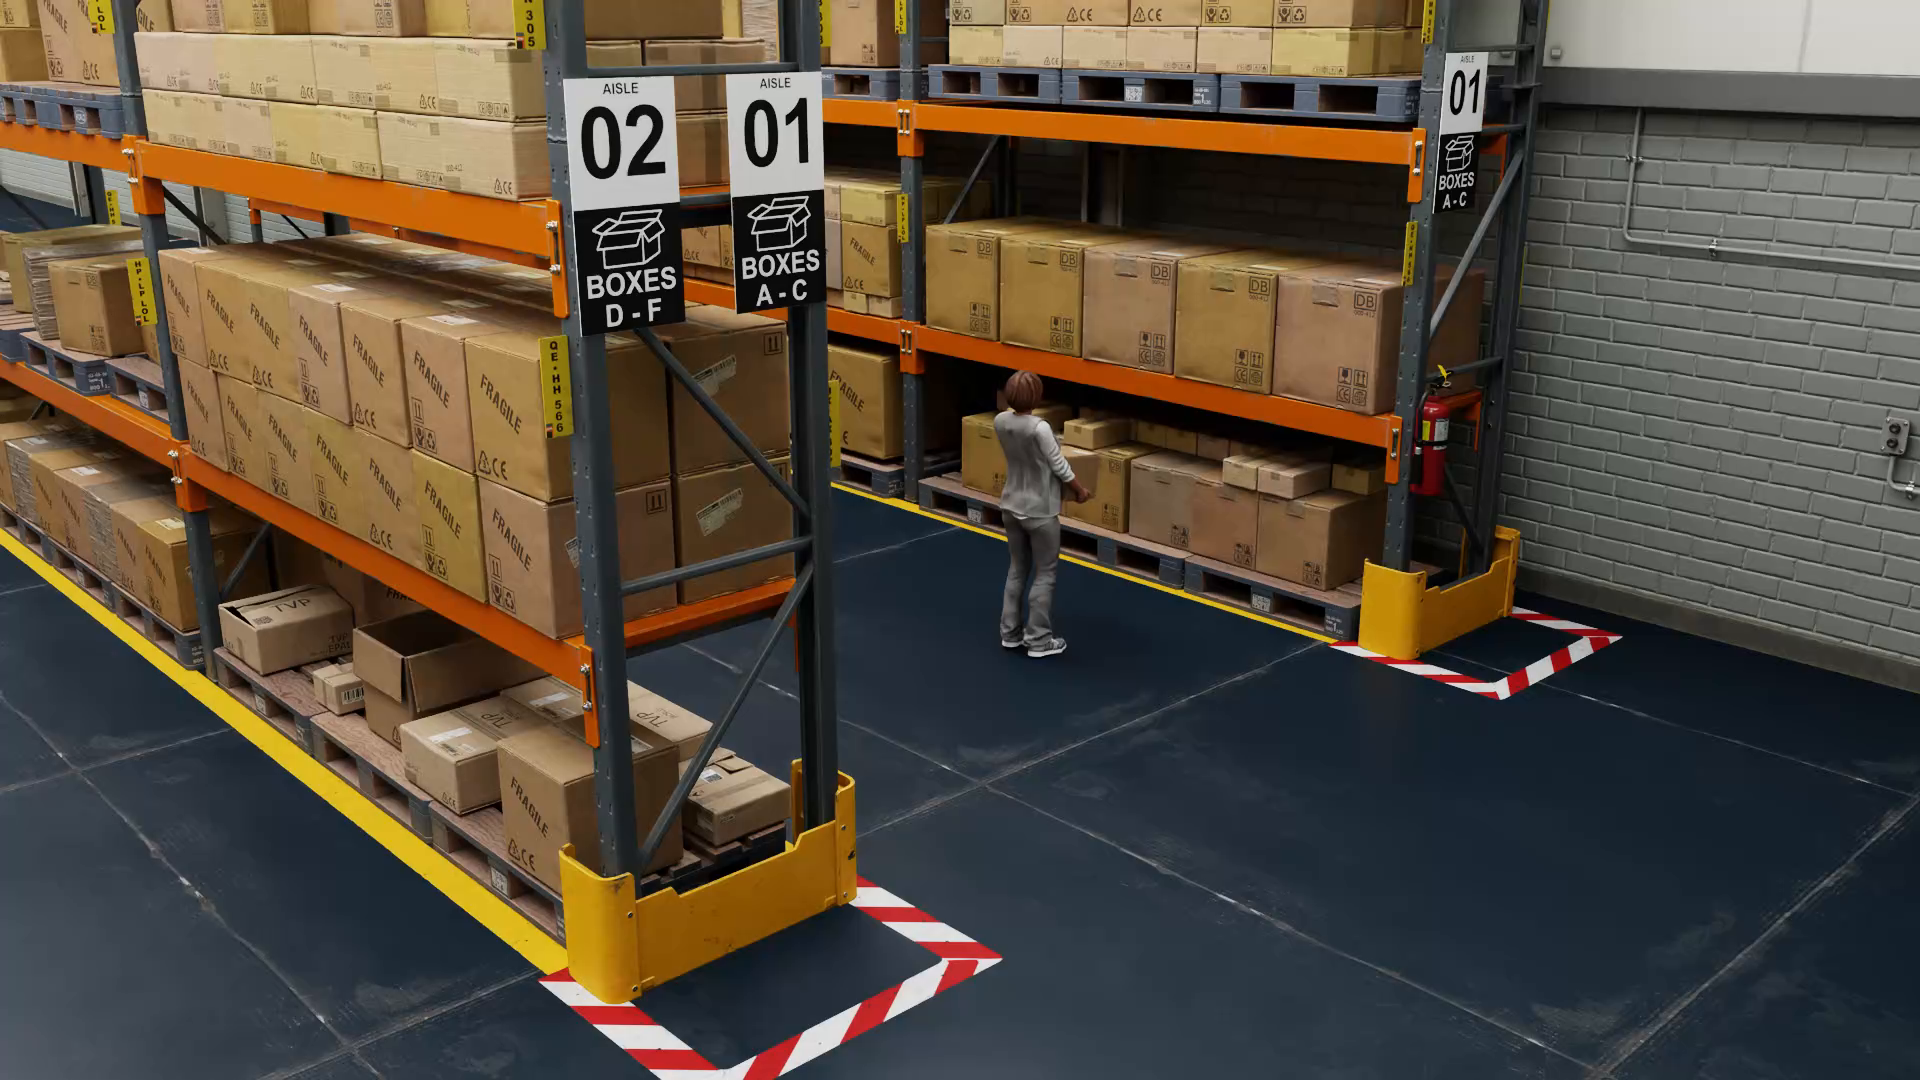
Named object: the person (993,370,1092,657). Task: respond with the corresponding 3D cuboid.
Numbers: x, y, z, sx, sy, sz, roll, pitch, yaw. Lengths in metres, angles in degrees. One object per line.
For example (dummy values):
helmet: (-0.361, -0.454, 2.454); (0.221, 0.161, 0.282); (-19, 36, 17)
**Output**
person: (0.444, -0.164, 9.092); (0.495, 1.588, 0.406); (-16, 23, -40)
